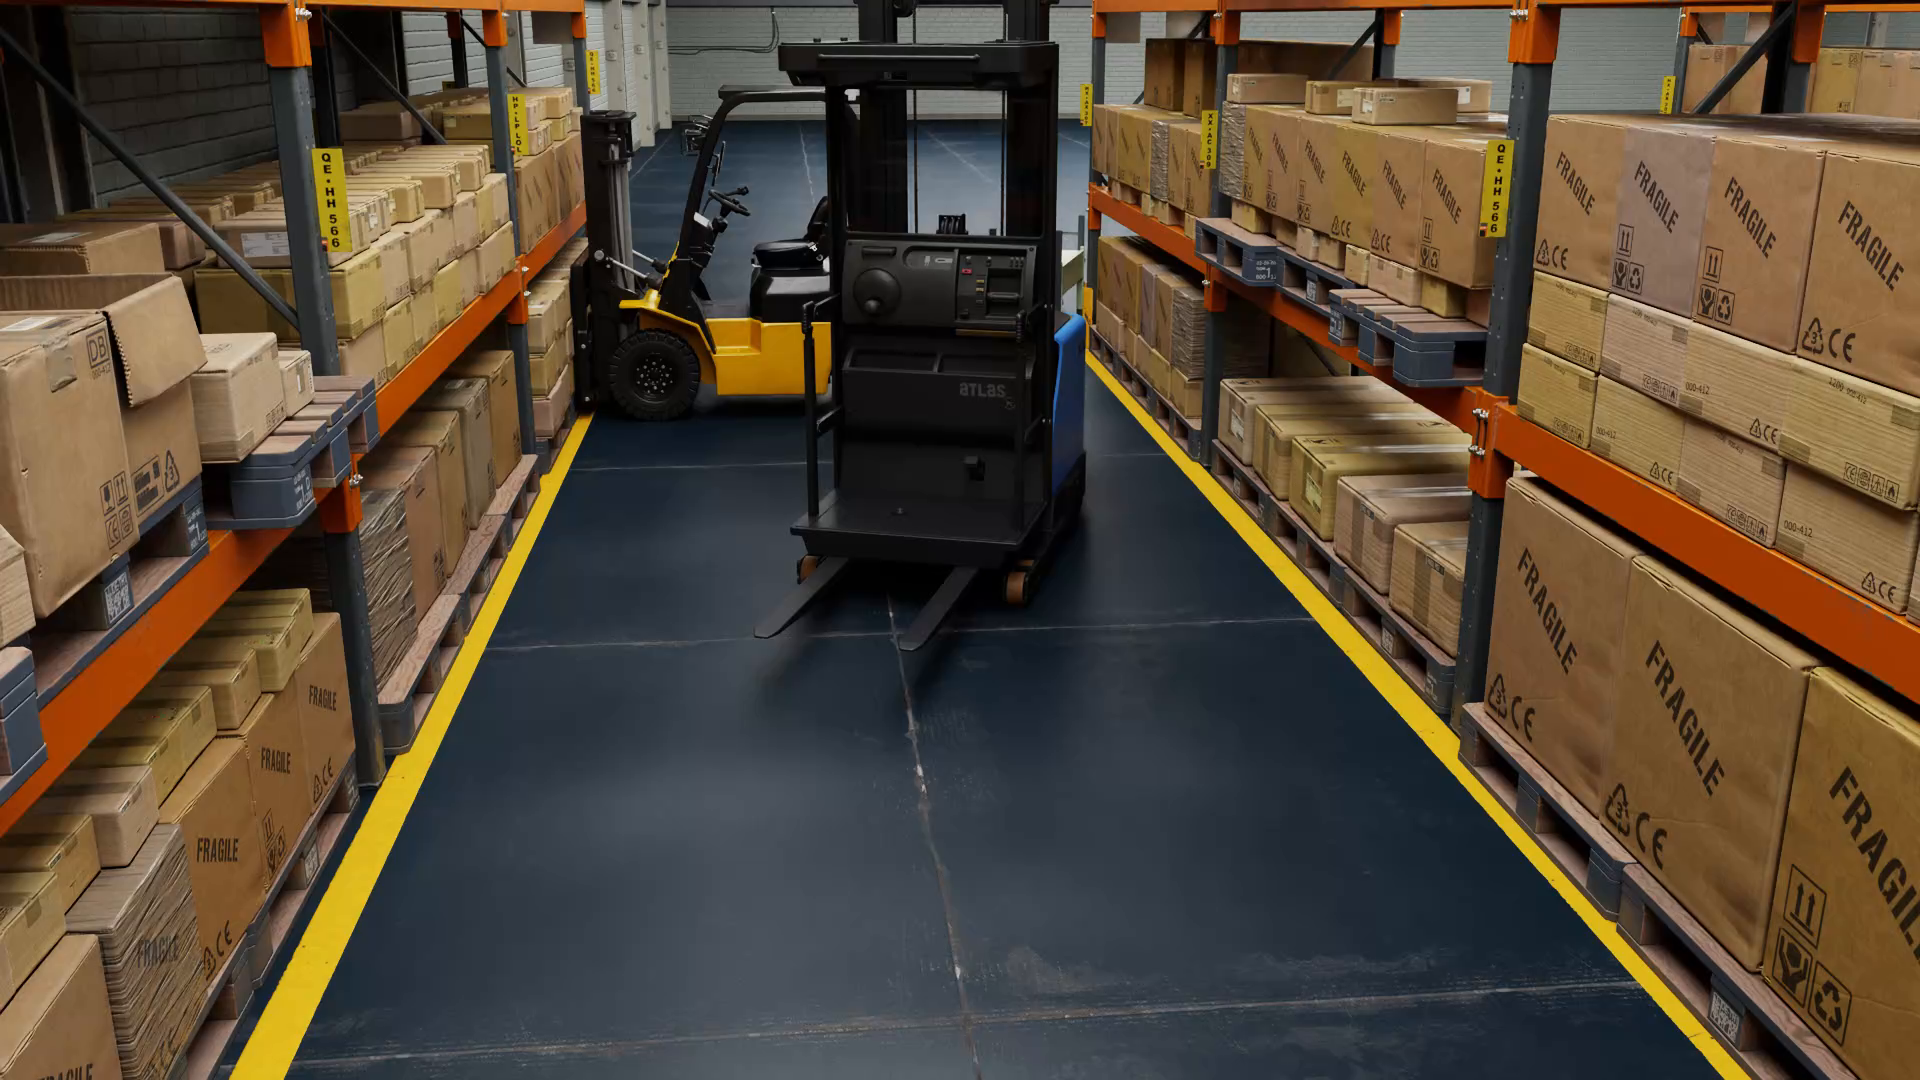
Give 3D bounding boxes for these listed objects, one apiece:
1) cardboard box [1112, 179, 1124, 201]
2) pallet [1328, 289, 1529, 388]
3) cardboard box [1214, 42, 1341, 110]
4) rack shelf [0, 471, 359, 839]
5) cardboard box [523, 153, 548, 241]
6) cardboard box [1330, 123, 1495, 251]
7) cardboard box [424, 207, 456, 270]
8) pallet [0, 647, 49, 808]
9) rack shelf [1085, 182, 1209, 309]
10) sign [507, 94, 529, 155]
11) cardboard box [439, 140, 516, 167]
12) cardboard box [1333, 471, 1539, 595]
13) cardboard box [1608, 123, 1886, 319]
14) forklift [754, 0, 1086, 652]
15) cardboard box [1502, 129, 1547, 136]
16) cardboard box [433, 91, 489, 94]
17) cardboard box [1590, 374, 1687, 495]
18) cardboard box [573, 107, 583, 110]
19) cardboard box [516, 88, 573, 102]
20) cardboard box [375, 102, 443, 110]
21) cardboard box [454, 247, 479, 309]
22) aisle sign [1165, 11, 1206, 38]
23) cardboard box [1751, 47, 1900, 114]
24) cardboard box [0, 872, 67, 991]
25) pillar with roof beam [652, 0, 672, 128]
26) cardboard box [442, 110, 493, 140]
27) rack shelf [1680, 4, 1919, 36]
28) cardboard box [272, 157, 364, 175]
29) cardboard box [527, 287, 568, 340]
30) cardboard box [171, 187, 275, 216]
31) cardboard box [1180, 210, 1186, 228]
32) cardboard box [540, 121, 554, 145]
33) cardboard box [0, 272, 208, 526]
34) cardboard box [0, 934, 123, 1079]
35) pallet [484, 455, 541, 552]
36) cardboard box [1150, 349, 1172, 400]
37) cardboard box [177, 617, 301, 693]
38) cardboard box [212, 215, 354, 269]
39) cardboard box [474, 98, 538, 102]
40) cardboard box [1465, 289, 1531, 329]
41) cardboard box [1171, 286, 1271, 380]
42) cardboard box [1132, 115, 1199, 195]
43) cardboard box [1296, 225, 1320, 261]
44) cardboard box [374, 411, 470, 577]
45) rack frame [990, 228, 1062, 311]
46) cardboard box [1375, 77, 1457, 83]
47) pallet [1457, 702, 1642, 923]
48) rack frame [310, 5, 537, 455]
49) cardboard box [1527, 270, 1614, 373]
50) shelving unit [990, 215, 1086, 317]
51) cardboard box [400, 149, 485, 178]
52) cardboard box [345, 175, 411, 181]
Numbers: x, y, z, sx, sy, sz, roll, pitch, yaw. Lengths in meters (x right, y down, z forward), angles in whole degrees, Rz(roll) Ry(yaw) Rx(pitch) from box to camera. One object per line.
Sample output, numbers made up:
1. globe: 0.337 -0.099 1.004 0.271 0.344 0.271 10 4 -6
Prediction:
1. cardboard box: 1.353 -2.631 12.468 0.380 0.149 0.250 -2 17 -5
2. pallet: 2.202 -0.826 6.619 1.213 0.211 1.003 -2 18 -6
3. cardboard box: 2.083 -3.008 10.917 0.700 0.500 0.500 -2 18 -7
4. rack shelf: -2.349 0.385 3.643 1.077 0.370 4.000 -2 18 -6
5. cardboard box: -2.824 -2.088 10.153 0.500 0.500 0.500 -1 17 -5
6. cardboard box: 1.941 -1.529 7.175 0.500 0.500 0.500 -3 18 -9
7. cardboard box: -2.522 -1.318 7.282 0.500 0.250 0.500 -2 17 -5
8. pallet: -2.117 0.488 2.435 1.003 0.211 1.213 -2 18 -6
9. rack shelf: 1.763 -2.153 11.727 1.077 0.370 4.000 -2 18 -6
10. sign: -2.429 -2.280 9.130 0.100 0.325 0.005 -2 18 -6
11. cardboard box: -2.739 -2.206 9.445 0.380 0.149 0.250 -2 18 -7
12. cardboard box: 2.249 -0.043 7.492 0.950 0.372 0.625 -2 18 -7
13. cardboard box: 2.250 -0.931 4.798 0.500 0.500 0.500 -2 18 -5
14. forklift: -0.149 -1.215 7.654 1.130 2.935 3.031 4 18 13
15. cardboard box: 2.505 -1.394 6.746 0.500 0.500 0.500 -1 17 -3
16. cardboard box: -3.513 -3.098 11.791 0.380 0.149 0.250 -2 18 -5
17. cardboard box: 2.252 -0.331 4.973 0.500 0.250 0.500 -2 18 -7
18. cardboard box: -3.066 -3.200 12.611 0.380 0.149 0.250 -2 17 -5
19. cardboard box: -3.078 -3.264 12.318 0.380 0.149 0.250 -2 18 -6
20. cardboard box: -3.422 -2.635 10.317 0.380 0.149 0.250 -2 18 -7
21. cardboard box: -2.578 -1.233 7.848 0.500 0.250 0.500 -2 18 -5
22. aisle sign: 1.838 -4.359 13.215 0.394 0.787 0.004 -2 18 -6
23. cardboard box: 6.540 -3.418 12.502 0.875 0.550 0.550 -2 18 -6
24. cardboard box: -2.112 0.819 3.451 0.380 0.149 0.250 -1 17 -4
25. pillar with roof beam: -3.017 -14.635 40.270 9.100 9.000 0.400 -2 18 -6
26. cardboard box: -2.706 -2.349 9.404 0.380 0.149 0.250 -1 17 -5
27. rack shelf: 6.676 -3.767 11.860 1.077 0.370 4.000 -2 18 -6
28. cardboard box: -3.098 -1.760 8.025 0.380 0.149 0.250 -2 18 -6
29. cardboard box: -2.748 -1.417 10.404 0.500 0.250 0.500 -2 18 -6
30. cardboard box: -2.939 -1.306 6.580 0.380 0.149 0.250 -2 18 -6
31. cardboard box: 1.639 -2.095 10.762 0.380 0.149 0.250 -2 18 -6
32. cardboard box: -2.879 -2.667 10.914 0.380 0.149 0.250 -2 18 -7
33. cardboard box: -2.203 -0.323 3.824 0.797 0.503 0.637 -2 18 -7
34. cardboard box: -2.081 1.172 3.408 0.500 0.500 0.500 -2 18 -7
35. pallet: -2.853 -0.197 8.951 1.003 0.211 1.213 -2 18 -6
36. cardboard box: 1.576 -1.115 11.109 0.500 0.250 0.500 -2 18 -7
37. cardboard box: -2.193 0.349 4.947 0.380 0.149 0.250 -3 18 -9
38. cardboard box: -2.295 -1.015 5.652 0.380 0.149 0.250 -1 17 -4
39. cardboard box: -2.961 -2.804 10.853 0.380 0.149 0.250 -2 18 -5
40. cardboard box: 2.114 -0.879 6.188 0.380 0.149 0.250 -1 17 -4
41. cardboard box: 1.641 -1.314 10.493 0.500 0.500 0.500 -2 18 -6
42. cardboard box: 1.500 -2.674 11.524 0.500 0.500 0.500 -2 18 -7
43. cardboard box: 1.818 -1.417 7.900 0.380 0.149 0.250 -1 17 -4
44. cardboard box: -2.751 -0.202 7.577 0.875 0.625 0.625 -3 18 -8
45. rack frame: 0.358 -0.975 9.280 0.400 1.500 0.023 4 18 13
46. cardboard box: 2.325 -2.264 8.433 0.380 0.149 0.250 -2 18 -7
47. pallet: 2.388 0.859 5.587 1.003 0.211 1.213 -2 18 -6
48. rack frame: -2.968 -1.745 9.229 1.000 3.000 0.127 -2 18 -6
49. cardboard box: 2.188 -0.716 5.367 0.500 0.250 0.500 -2 18 -6
50. shelving unit: 0.445 -1.082 9.619 0.431 1.500 0.755 4 18 13
51. cardboard box: -2.667 -1.931 8.571 0.380 0.149 0.250 -2 18 -6
52. cardboard box: -2.562 -1.474 7.113 0.380 0.149 0.250 -2 18 -6
